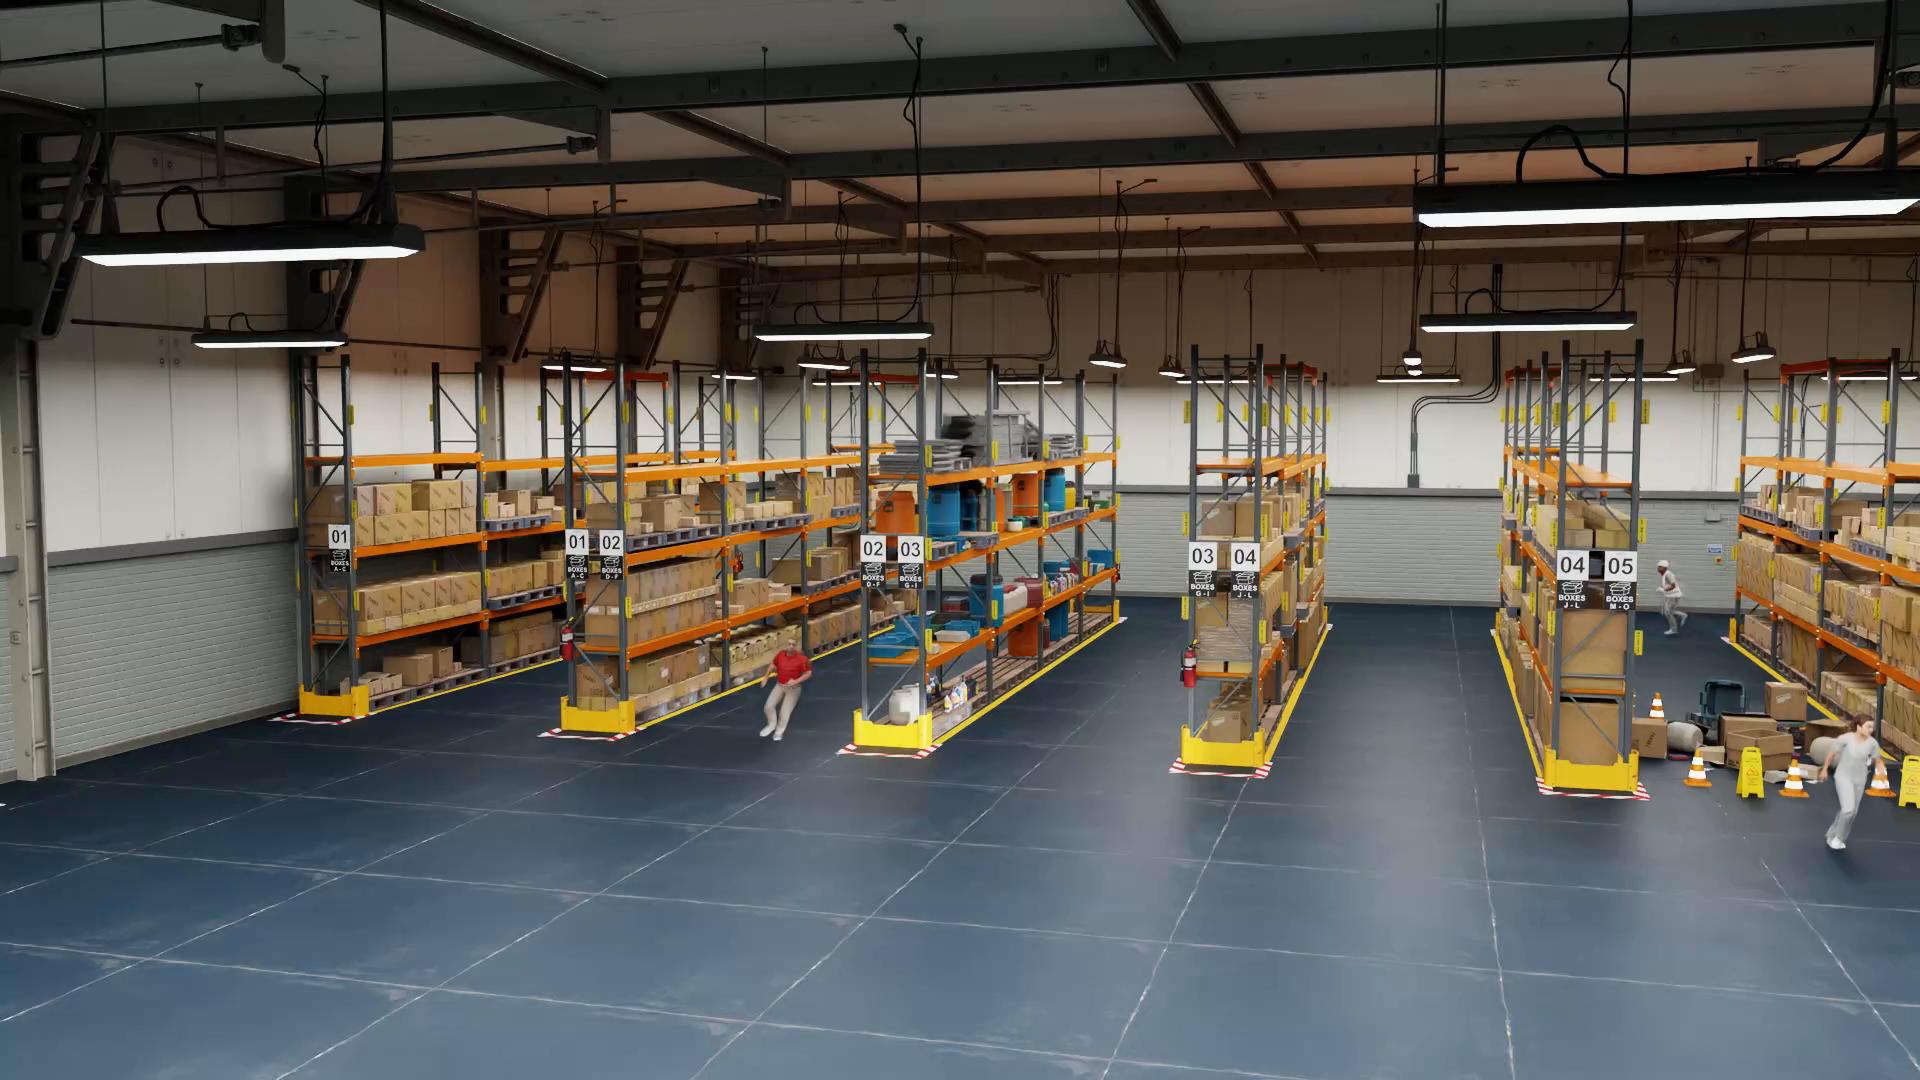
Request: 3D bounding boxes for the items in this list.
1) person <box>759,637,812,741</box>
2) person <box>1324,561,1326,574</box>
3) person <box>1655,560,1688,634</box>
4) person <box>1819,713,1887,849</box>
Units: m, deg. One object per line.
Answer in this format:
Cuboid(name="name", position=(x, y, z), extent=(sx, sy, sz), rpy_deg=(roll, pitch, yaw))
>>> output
Cuboid(name="person", position=(-2.692, 2.288, 25.456), extent=(0.872, 1.619, 0.655), rpy_deg=(1, 4, 8))
Cuboid(name="person", position=(8.616, 1.169, 40.328), extent=(0.705, 1.600, 0.858), rpy_deg=(-2, 5, -24))
Cuboid(name="person", position=(16.281, 1.314, 38.062), extent=(0.756, 1.705, 0.684), rpy_deg=(1, 4, 7))
Cuboid(name="person", position=(10.209, 2.758, 18.996), extent=(0.537, 1.620, 0.708), rpy_deg=(0, 4, -3))
